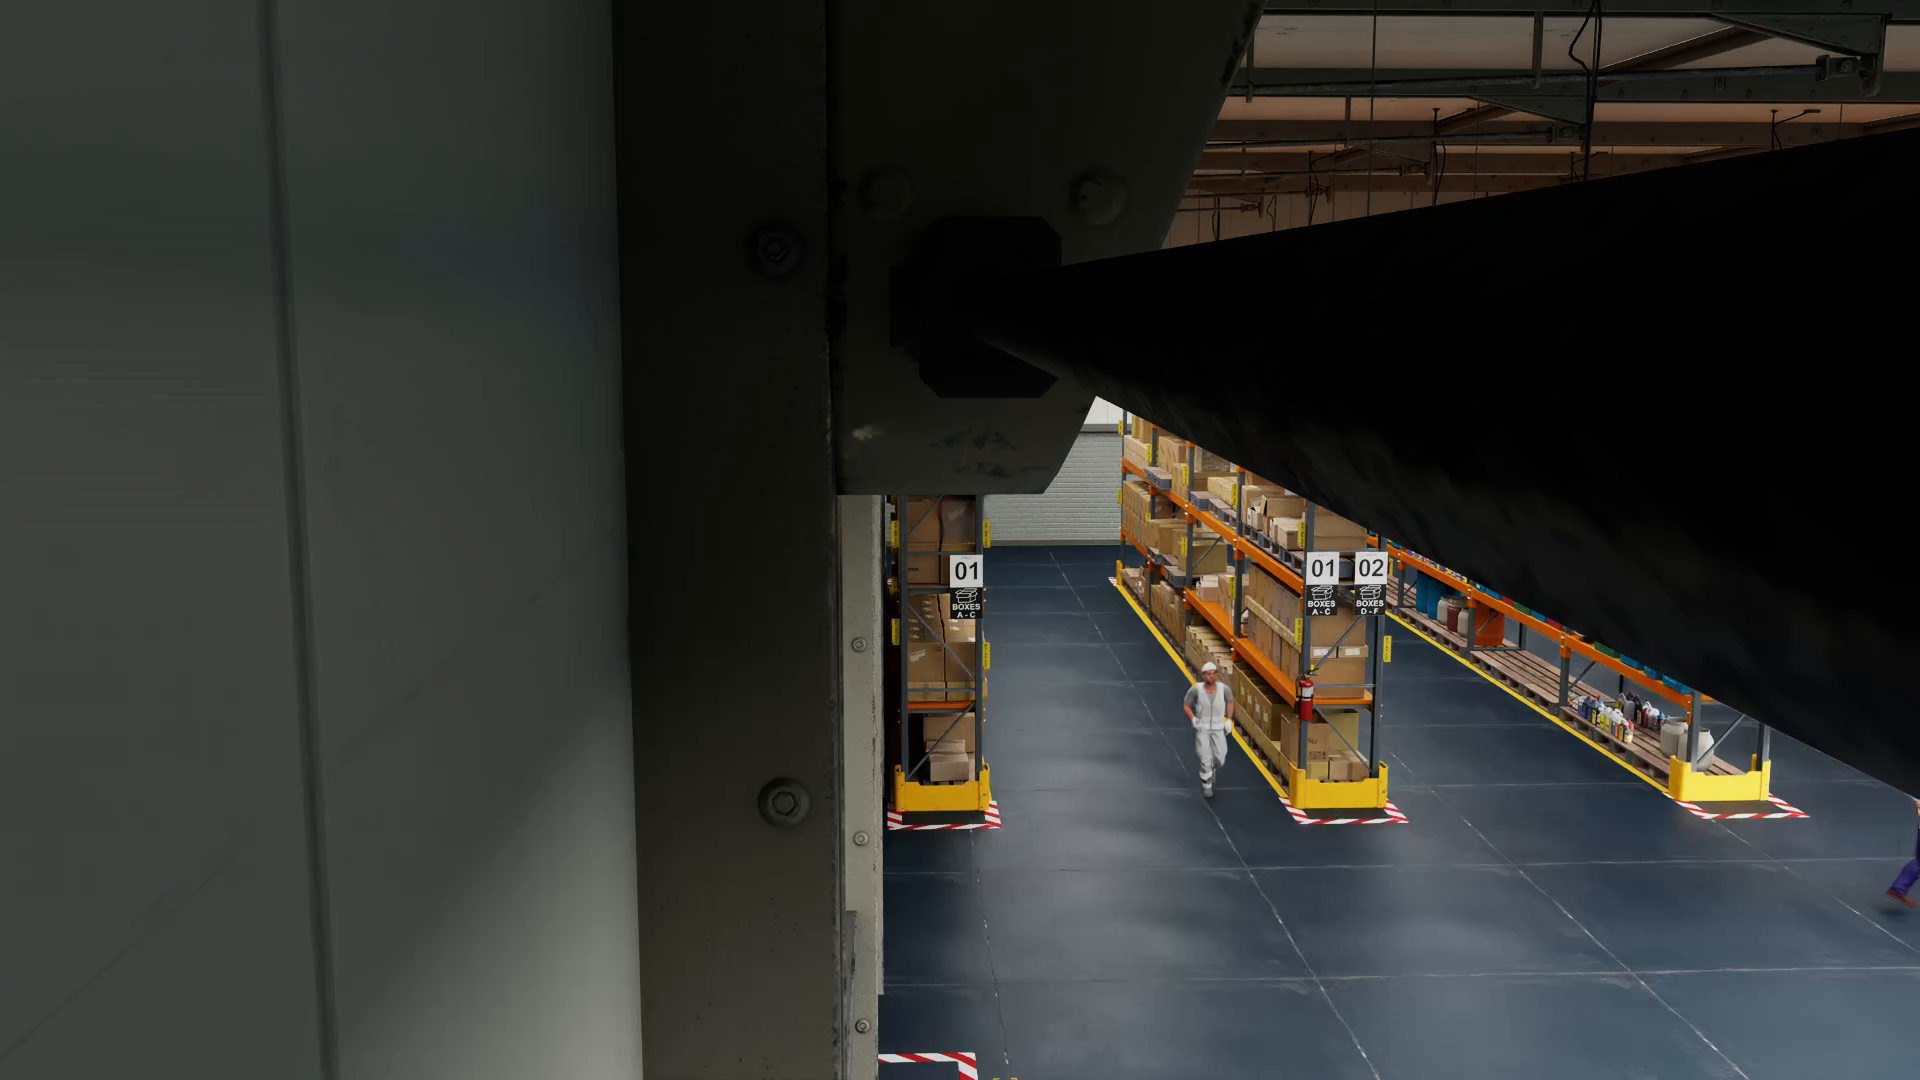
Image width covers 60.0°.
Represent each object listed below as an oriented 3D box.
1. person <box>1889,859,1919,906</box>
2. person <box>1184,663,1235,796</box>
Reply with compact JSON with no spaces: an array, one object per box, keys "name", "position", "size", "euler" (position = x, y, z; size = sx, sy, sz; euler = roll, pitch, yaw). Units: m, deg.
[{"name":"person","position":[9.996,3.032,16.940],"size":[0.826,1.696,0.586],"euler":[3,9,21]},{"name":"person","position":[3.166,2.400,20.951],"size":[0.665,1.731,0.580],"euler":[0,8,-2]}]
